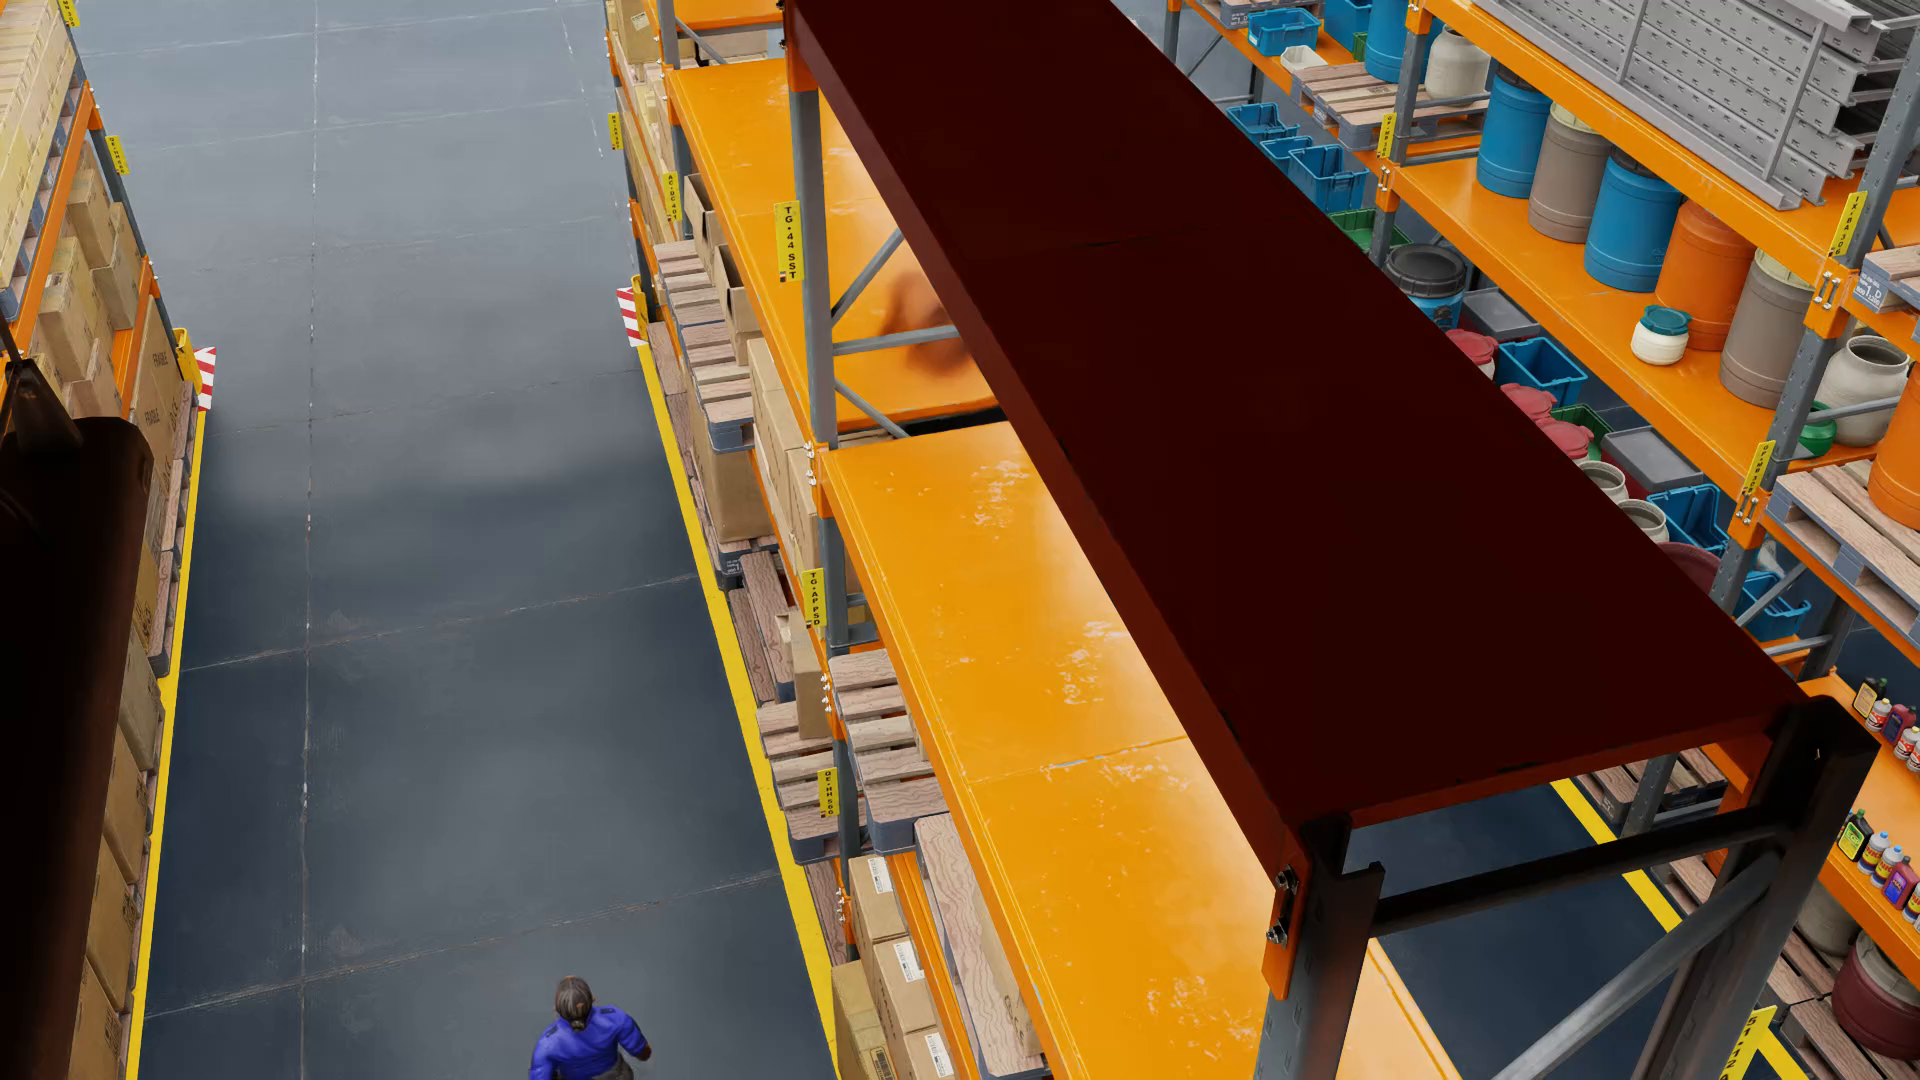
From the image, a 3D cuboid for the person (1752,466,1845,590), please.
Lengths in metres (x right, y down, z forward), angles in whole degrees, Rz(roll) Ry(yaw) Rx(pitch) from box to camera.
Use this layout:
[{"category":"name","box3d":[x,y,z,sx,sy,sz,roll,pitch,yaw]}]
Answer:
[{"category":"person","box3d":[5.845,-0.247,11.748,0.661,1.755,0.542,-11,40,-14]}]

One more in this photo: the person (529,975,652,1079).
[{"category":"person","box3d":[-1.702,2.609,7.775,0.582,1.635,0.672,-14,41,-17]}]
